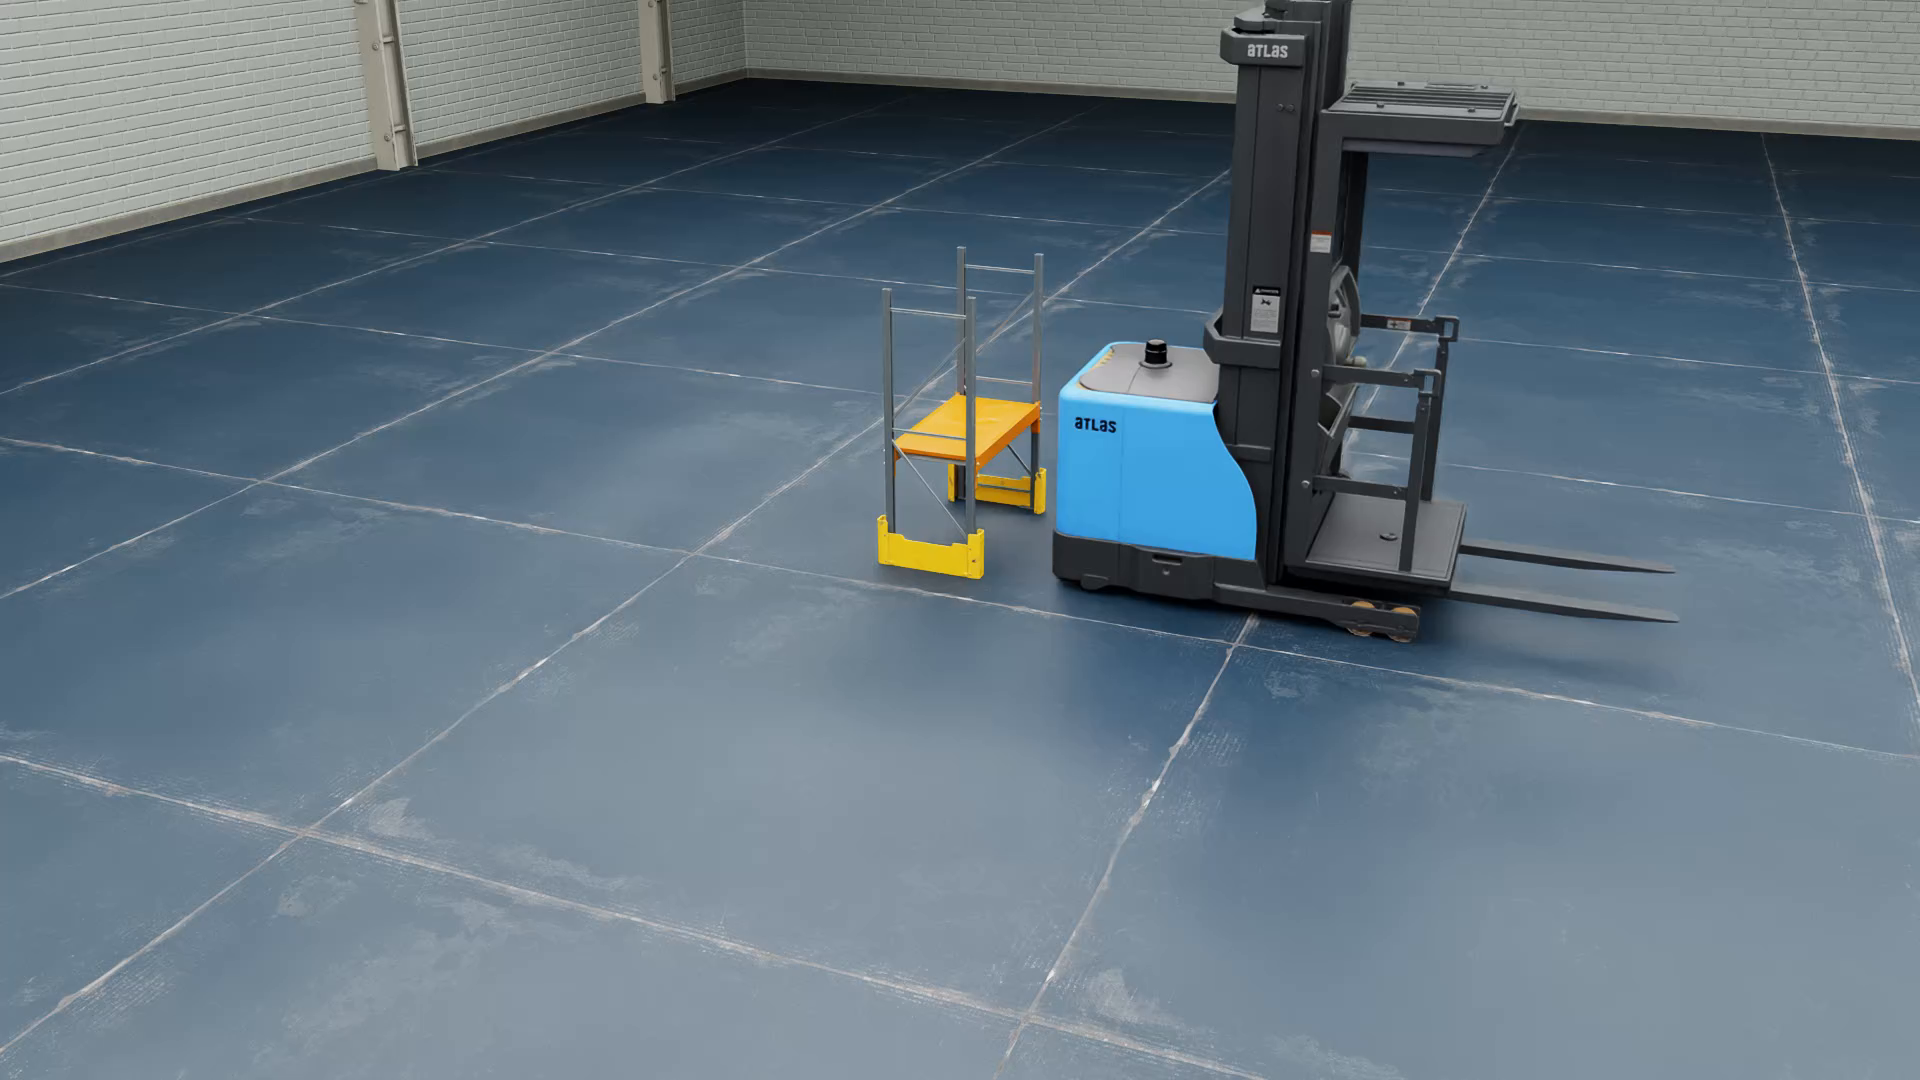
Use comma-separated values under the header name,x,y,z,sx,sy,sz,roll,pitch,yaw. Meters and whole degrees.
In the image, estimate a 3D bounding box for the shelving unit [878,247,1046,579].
name,x,y,z,sx,sy,sz,roll,pitch,yaw
shelving unit,0.028,-0.719,9.026,0.587,1.500,1.083,9,24,20

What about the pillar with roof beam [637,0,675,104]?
name,x,y,z,sx,sy,sz,roll,pitch,yaw
pillar with roof beam,-0.534,-10.162,21.904,9.100,9.000,0.400,9,24,20

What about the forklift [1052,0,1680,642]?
name,x,y,z,sx,sy,sz,roll,pitch,yaw
forklift,2.054,-1.089,8.055,3.031,2.935,1.130,8,24,19

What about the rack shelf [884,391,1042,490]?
name,x,y,z,sx,sy,sz,roll,pitch,yaw
rack shelf,0.032,-0.557,9.103,0.538,0.185,1.000,9,24,20

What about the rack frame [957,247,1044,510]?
name,x,y,z,sx,sy,sz,roll,pitch,yaw
rack frame,0.221,-0.904,9.470,0.500,1.500,0.032,9,24,20

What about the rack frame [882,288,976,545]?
name,x,y,z,sx,sy,sz,roll,pitch,yaw
rack frame,-0.157,-0.541,8.598,0.500,1.500,0.032,9,24,20

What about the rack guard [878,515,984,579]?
name,x,y,z,sx,sy,sz,roll,pitch,yaw
rack guard,-0.157,0.036,8.840,0.587,0.250,0.087,9,24,20

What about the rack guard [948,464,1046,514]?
name,x,y,z,sx,sy,sz,roll,pitch,yaw
rack guard,0.213,-0.321,9.694,0.587,0.250,0.087,9,24,20

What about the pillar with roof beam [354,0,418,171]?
name,x,y,z,sx,sy,sz,roll,pitch,yaw
pillar with roof beam,-2.762,-8.015,16.763,9.100,9.000,0.400,9,24,20
